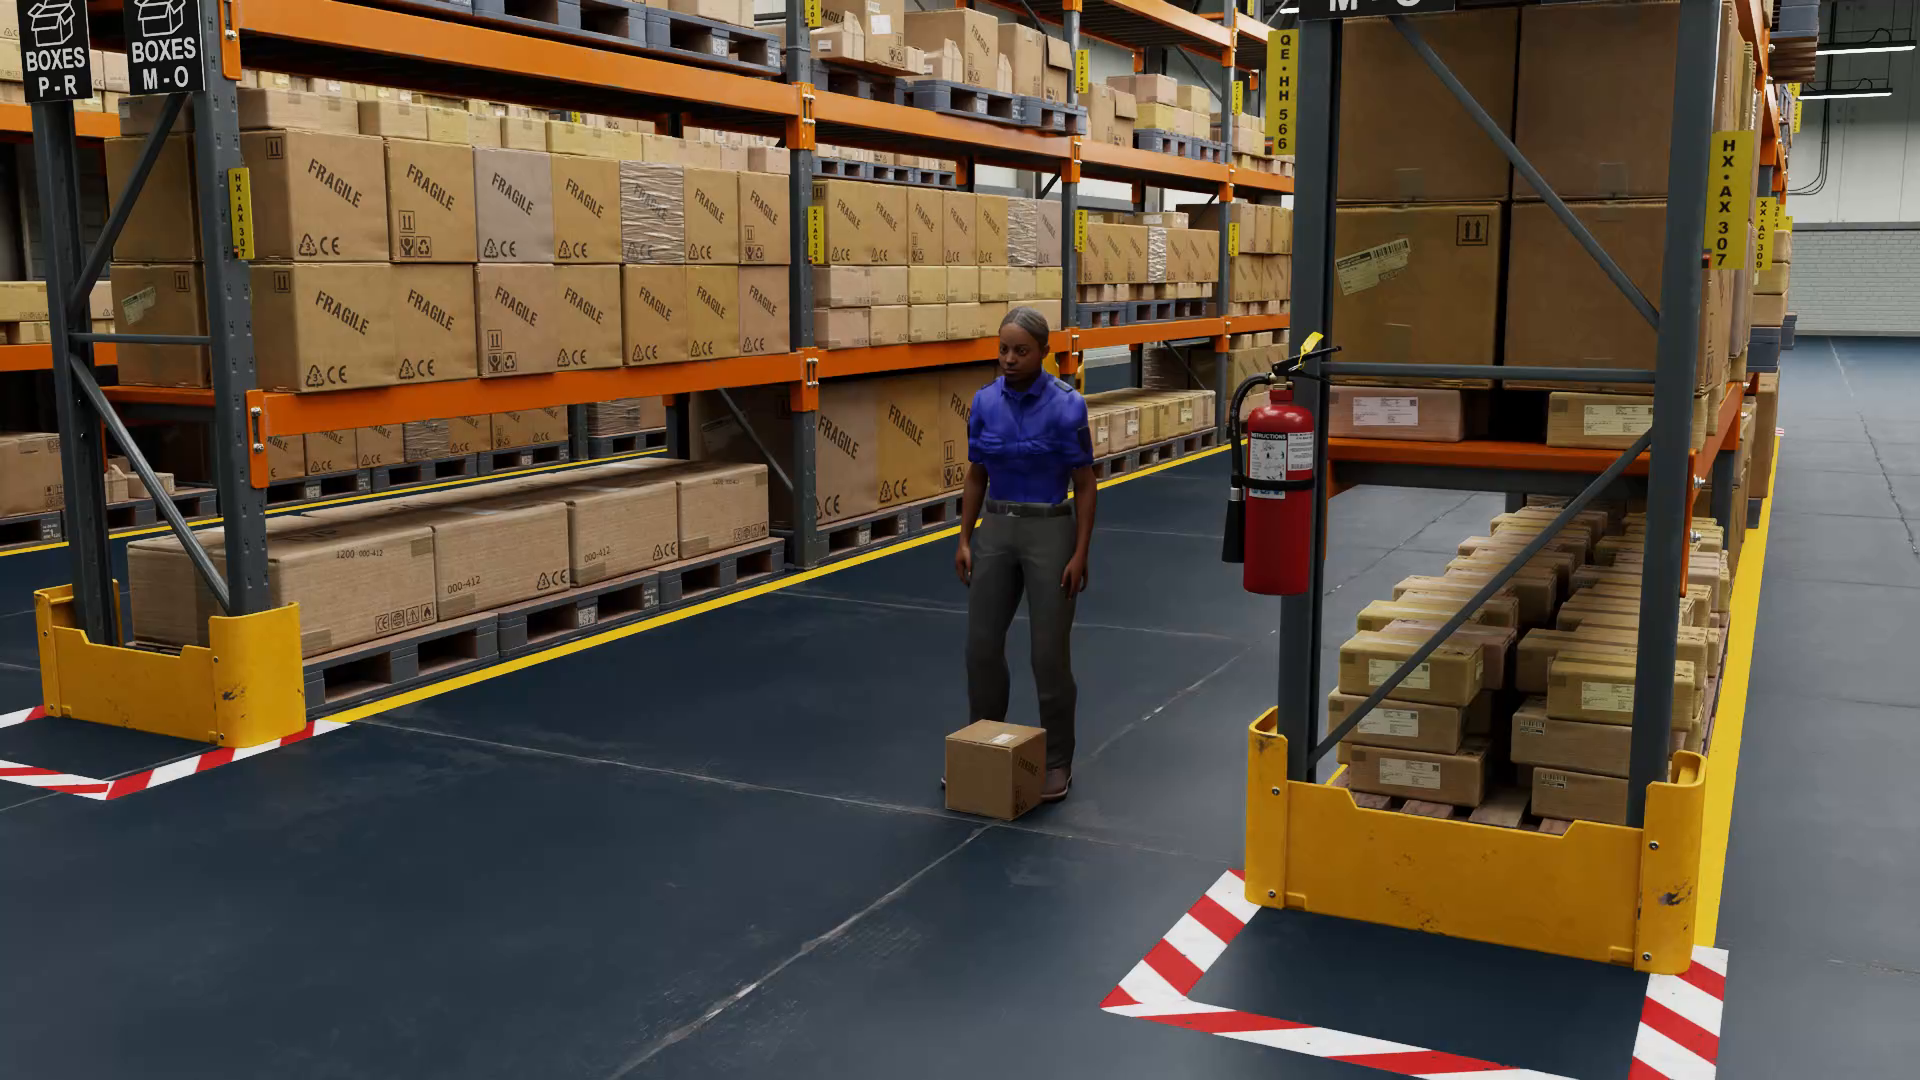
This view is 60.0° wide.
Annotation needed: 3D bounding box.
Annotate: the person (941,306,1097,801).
[{"bbox_3d":[0.214,0.037,5.655,0.504,1.654,0.349,5,10,26],"label":"person"}]
